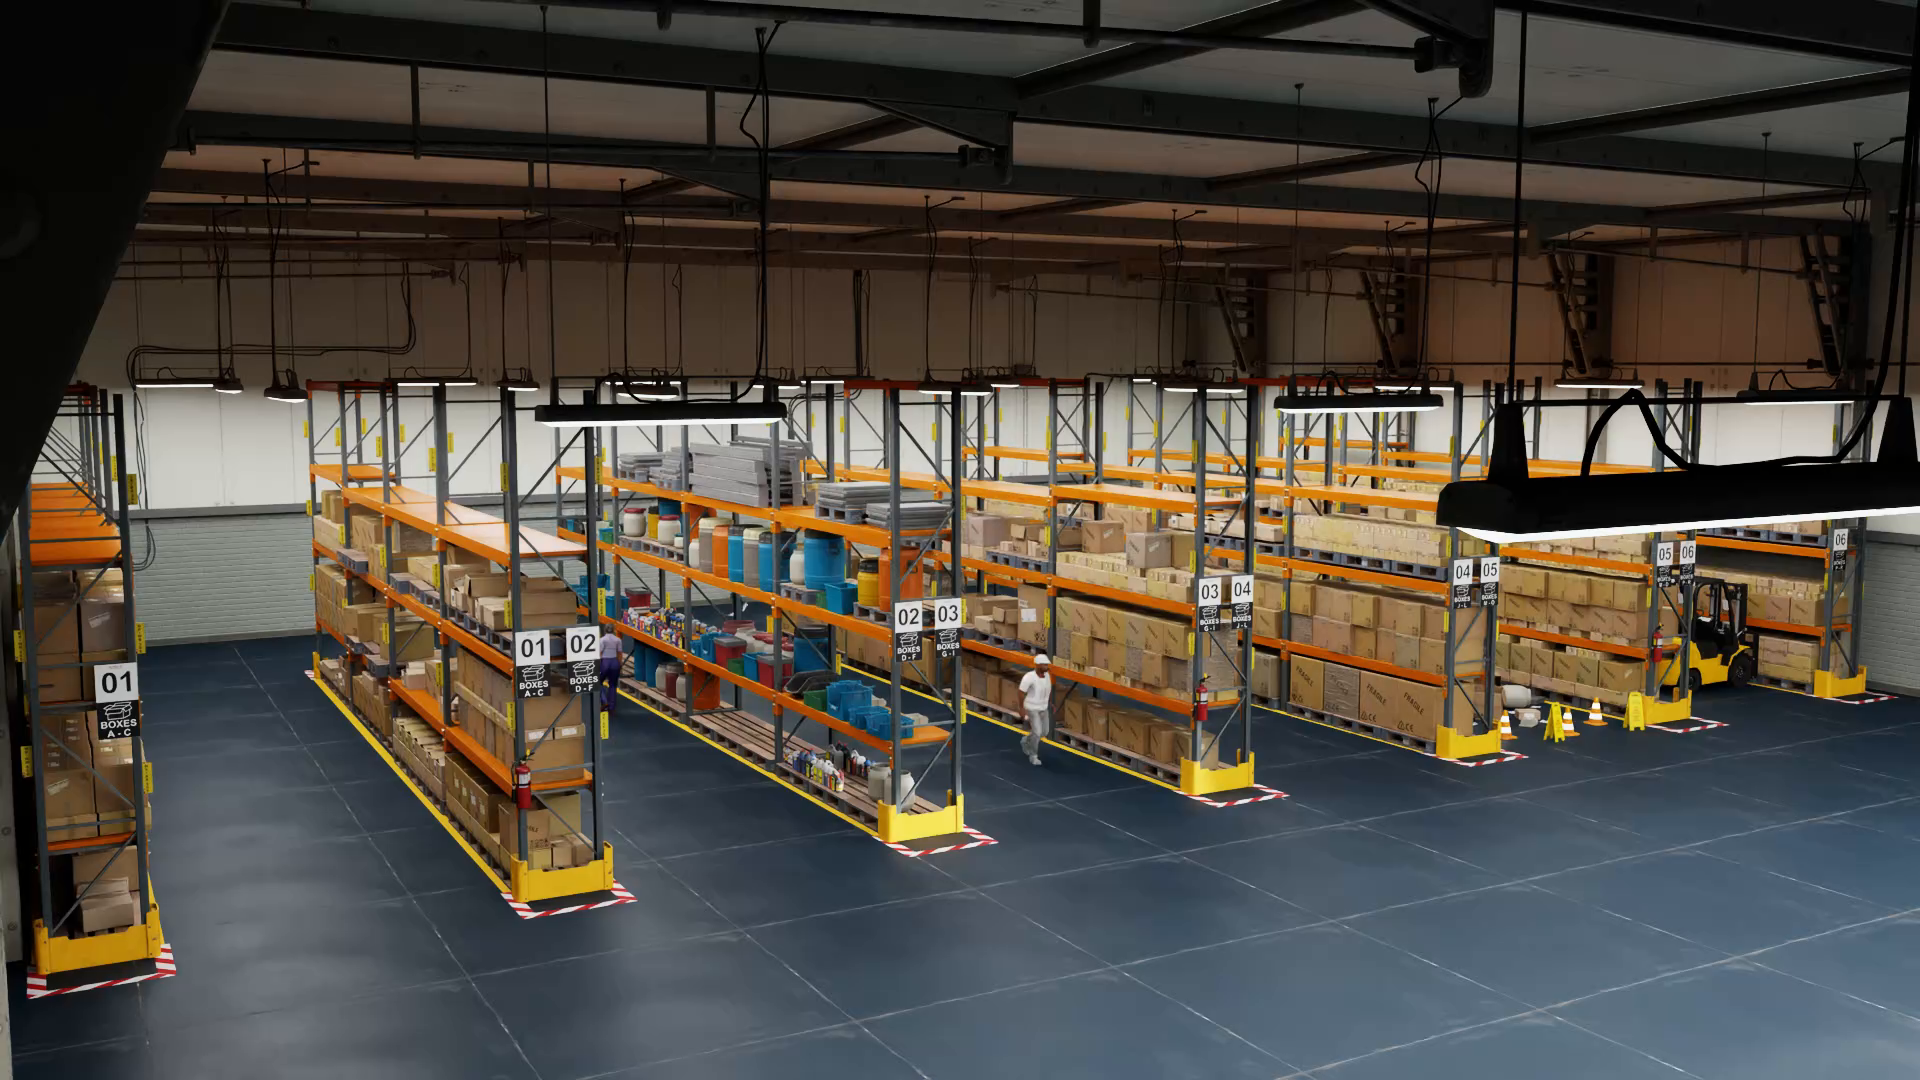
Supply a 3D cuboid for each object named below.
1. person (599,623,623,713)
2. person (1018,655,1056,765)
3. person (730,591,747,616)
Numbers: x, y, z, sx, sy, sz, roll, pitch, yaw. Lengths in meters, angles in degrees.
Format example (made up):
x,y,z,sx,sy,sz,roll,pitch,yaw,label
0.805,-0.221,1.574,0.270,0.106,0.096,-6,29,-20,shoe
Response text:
x,y,z,sx,sy,sz,roll,pitch,yaw,label
-6.345,2.318,30.037,0.531,1.646,0.429,-3,7,-30,person
1.152,2.665,26.430,0.666,1.744,0.635,6,8,43,person
-5.559,1.099,41.752,0.600,1.590,0.423,-5,8,-42,person
